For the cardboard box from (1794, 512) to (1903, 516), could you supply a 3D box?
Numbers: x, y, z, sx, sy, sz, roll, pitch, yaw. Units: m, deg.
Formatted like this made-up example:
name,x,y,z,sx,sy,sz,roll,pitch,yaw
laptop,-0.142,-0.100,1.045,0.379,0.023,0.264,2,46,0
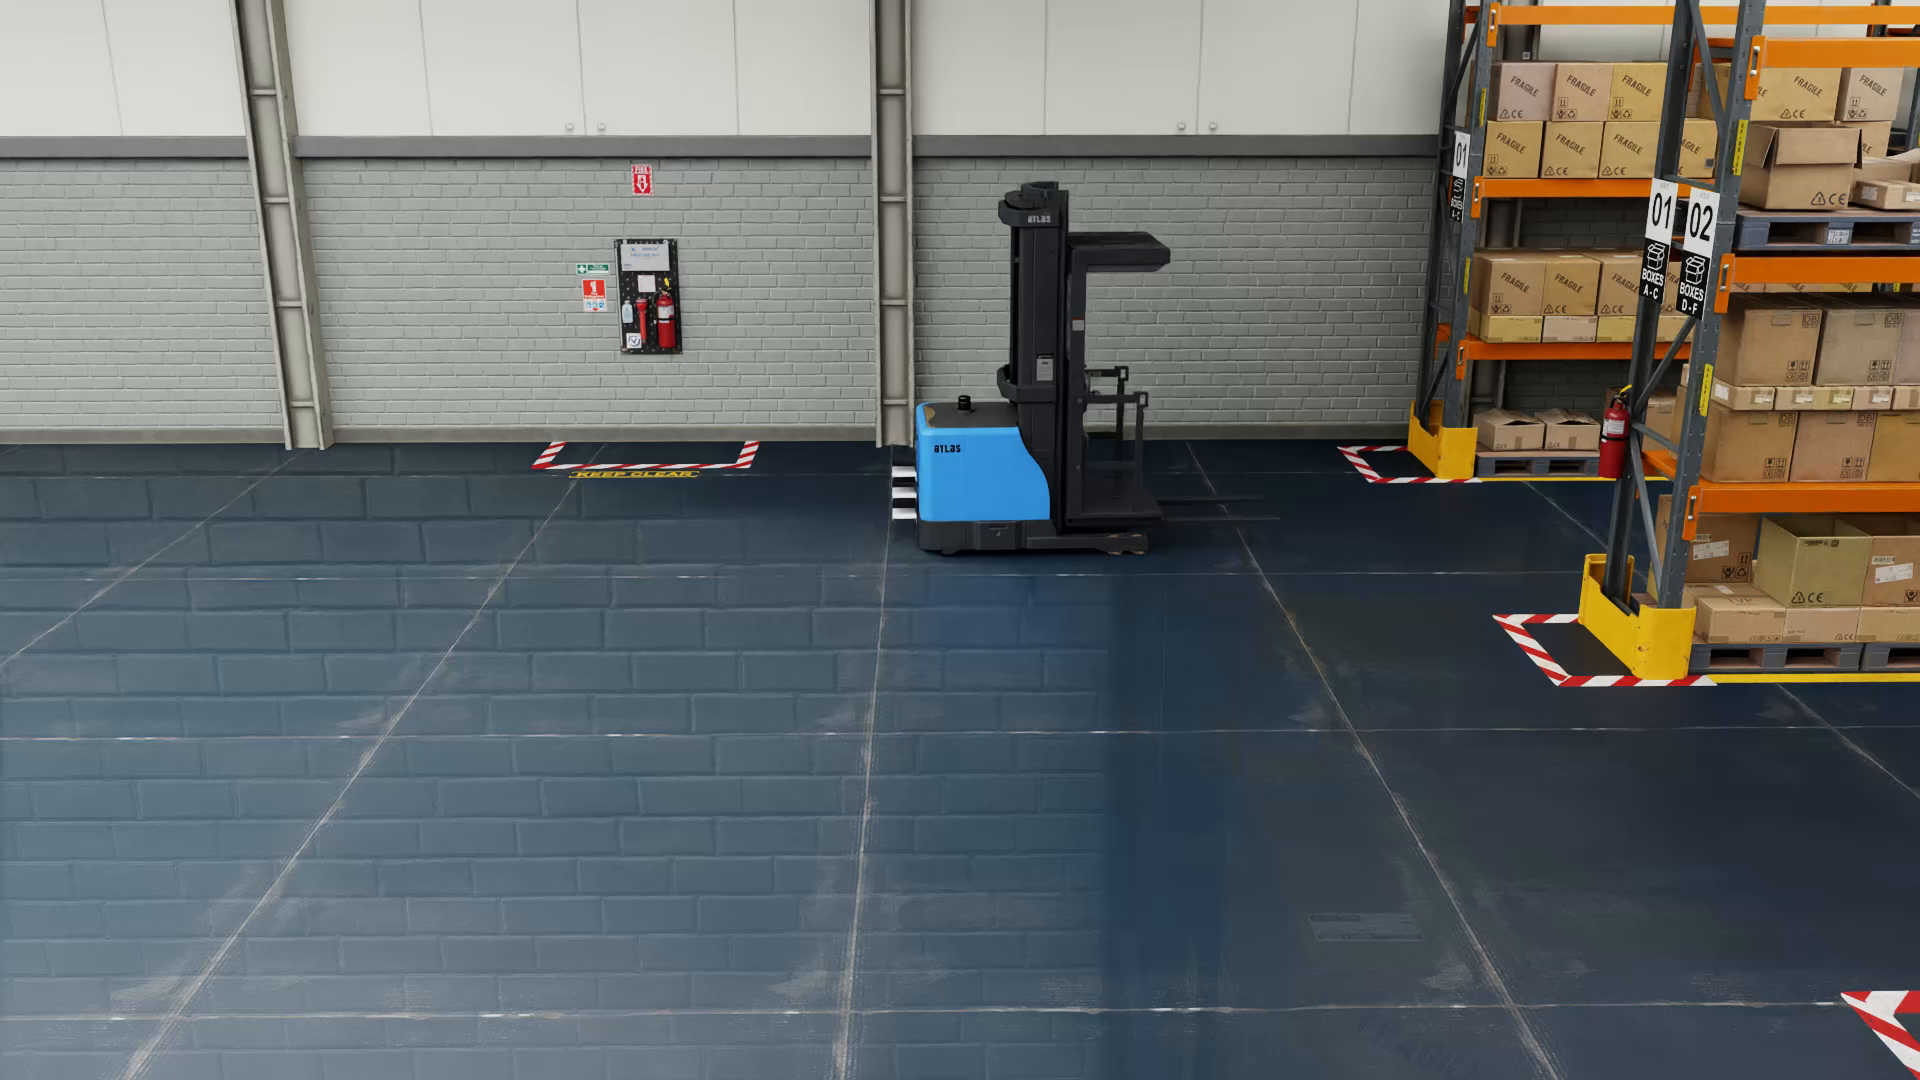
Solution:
name,x,y,z,sx,sy,sz,roll,pitch,yaw
cardboard box,6.264,-0.022,11.793,0.500,0.500,0.500,0,18,-1

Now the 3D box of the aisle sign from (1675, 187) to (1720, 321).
name,x,y,z,sx,sy,sz,roll,pitch,yaw
aisle sign,4.672,-1.816,10.541,0.004,0.787,0.394,0,18,-1

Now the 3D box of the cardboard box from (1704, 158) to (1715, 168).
name,x,y,z,sx,sy,sz,roll,pitch,yaw
cardboard box,8.830,0.544,3.957,7.348,1.528,15.728,0,18,-1

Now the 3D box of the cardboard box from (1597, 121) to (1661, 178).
name,x,y,z,sx,sy,sz,roll,pitch,yaw
cardboard box,6.046,-3.591,15.223,0.500,0.500,0.500,1,18,2

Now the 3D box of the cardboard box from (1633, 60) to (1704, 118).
name,x,y,z,sx,sy,sz,roll,pitch,yaw
cardboard box,6.620,-4.230,15.579,0.500,0.500,0.500,0,18,-1

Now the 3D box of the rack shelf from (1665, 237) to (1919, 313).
name,x,y,z,sx,sy,sz,roll,pitch,yaw
rack shelf,6.733,-1.767,10.913,4.000,0.370,1.077,0,18,-1

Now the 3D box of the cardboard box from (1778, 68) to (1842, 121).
name,x,y,z,sx,sy,sz,roll,pitch,yaw
cardboard box,7.603,-4.074,15.094,0.500,0.500,0.500,1,18,2

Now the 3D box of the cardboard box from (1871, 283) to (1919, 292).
name,x,y,z,sx,sy,sz,roll,pitch,yaw
cardboard box,9.160,-2.453,15.900,0.500,0.500,0.700,0,18,-1

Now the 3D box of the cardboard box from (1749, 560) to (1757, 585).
name,x,y,z,sx,sy,sz,roll,pitch,yaw
cardboard box,11.508,-0.237,11.498,11.980,1.590,1.086,0,18,-1

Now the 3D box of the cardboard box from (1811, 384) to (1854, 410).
name,x,y,z,sx,sy,sz,roll,pitch,yaw
cardboard box,5.642,-0.967,10.926,0.250,0.149,0.380,0,18,-1

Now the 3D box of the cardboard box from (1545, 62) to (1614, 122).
name,x,y,z,sx,sy,sz,roll,pitch,yaw
cardboard box,5.542,-4.061,15.052,0.500,0.500,0.500,0,18,-1

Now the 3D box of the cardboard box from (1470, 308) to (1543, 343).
name,x,y,z,sx,sy,sz,roll,pitch,yaw
cardboard box,5.144,-2.028,15.672,0.500,0.250,0.500,-1,18,-2

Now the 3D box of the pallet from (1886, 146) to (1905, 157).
name,x,y,z,sx,sy,sz,roll,pitch,yaw
pallet,9.270,-3.513,15.486,1.003,0.211,1.213,0,18,-1

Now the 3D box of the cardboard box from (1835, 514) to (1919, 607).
name,x,y,z,sx,sy,sz,roll,pitch,yaw
cardboard box,6.272,0.137,11.298,0.500,0.500,0.500,0,18,-1

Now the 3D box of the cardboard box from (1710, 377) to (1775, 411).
name,x,y,z,sx,sy,sz,roll,pitch,yaw
cardboard box,5.129,-0.964,10.917,0.250,0.149,0.380,0,18,-1

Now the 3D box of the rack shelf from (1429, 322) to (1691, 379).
name,x,y,z,sx,sy,sz,roll,pitch,yaw
rack shelf,6.651,-1.852,16.087,4.000,0.370,1.077,0,18,-1

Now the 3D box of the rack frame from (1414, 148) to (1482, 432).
name,x,y,z,sx,sy,sz,roll,pitch,yaw
rack frame,4.651,-2.185,15.947,0.127,3.000,1.000,0,18,-1

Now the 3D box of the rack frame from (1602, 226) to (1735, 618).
name,x,y,z,sx,sy,sz,roll,pitch,yaw
rack frame,4.733,-0.672,11.231,0.127,3.000,1.000,0,18,-1

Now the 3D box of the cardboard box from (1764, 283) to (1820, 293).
name,x,y,z,sx,sy,sz,roll,pitch,yaw
cardboard box,7.684,-2.398,15.598,0.500,0.500,0.500,0,18,-1

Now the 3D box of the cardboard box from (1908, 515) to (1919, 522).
name,x,y,z,sx,sy,sz,roll,pitch,yaw
cardboard box,6.773,0.139,11.289,0.500,0.500,0.500,0,18,-1

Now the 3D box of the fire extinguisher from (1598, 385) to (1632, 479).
name,x,y,z,sx,sy,sz,roll,pitch,yaw
fire extinguisher,4.608,-0.776,11.683,0.183,0.674,0.296,0,18,-1

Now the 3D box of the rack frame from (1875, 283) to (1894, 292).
name,x,y,z,sx,sy,sz,roll,pitch,yaw
rack frame,8.651,-2.204,16.007,0.127,3.000,1.000,0,18,-1

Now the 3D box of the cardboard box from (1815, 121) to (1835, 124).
name,x,y,z,sx,sy,sz,roll,pitch,yaw
cardboard box,7.644,-3.613,15.292,0.500,0.500,0.500,-2,18,-6

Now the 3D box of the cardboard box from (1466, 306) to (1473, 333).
name,x,y,z,sx,sy,sz,roll,pitch,yaw
cardboard box,5.115,-2.184,16.159,0.500,0.250,0.500,0,18,0

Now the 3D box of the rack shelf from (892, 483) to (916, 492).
name,x,y,z,sx,sy,sz,roll,pitch,yaw
rack shelf,-0.469,-0.472,13.862,0.200,0.077,0.258,-1,18,-3

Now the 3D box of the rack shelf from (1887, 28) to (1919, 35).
name,x,y,z,sx,sy,sz,roll,pitch,yaw
rack shelf,10.650,-4.664,15.251,3.809,0.052,0.919,0,18,-1

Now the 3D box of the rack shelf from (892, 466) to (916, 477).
name,x,y,z,sx,sy,sz,roll,pitch,yaw
rack shelf,-0.469,-0.558,13.834,0.200,0.077,0.258,-1,18,-3

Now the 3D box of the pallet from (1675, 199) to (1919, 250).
name,x,y,z,sx,sy,sz,roll,pitch,yaw
pallet,5.440,-2.053,10.772,1.213,0.211,1.003,0,18,-1

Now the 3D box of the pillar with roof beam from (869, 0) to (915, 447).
name,x,y,z,sx,sy,sz,roll,pitch,yaw
pillar with roof beam,-0.594,-3.965,11.676,0.400,9.000,9.100,0,18,-1

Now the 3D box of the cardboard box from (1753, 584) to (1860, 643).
name,x,y,z,sx,sy,sz,roll,pitch,yaw
cardboard box,5.773,0.499,11.394,0.500,0.250,0.500,0,18,-1

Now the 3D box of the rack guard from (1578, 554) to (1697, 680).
name,x,y,z,sx,sy,sz,roll,pitch,yaw
rack guard,4.709,0.519,11.612,0.348,0.500,1.175,0,18,-1

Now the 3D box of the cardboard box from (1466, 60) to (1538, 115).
name,x,y,z,sx,sy,sz,roll,pitch,yaw
cardboard box,5.078,-4.228,15.573,0.500,0.500,0.500,1,18,2

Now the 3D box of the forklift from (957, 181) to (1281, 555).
name,x,y,z,sx,sy,sz,roll,pitch,yaw
forklift,1.150,-1.429,13.705,3.031,2.935,1.110,-1,18,-3

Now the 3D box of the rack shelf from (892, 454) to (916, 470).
name,x,y,z,sx,sy,sz,roll,pitch,yaw
rack shelf,-0.469,-0.644,13.807,0.200,0.077,0.258,-1,18,-3

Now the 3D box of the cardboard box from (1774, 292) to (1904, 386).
name,x,y,z,sx,sy,sz,roll,pitch,yaw
cardboard box,5.779,-1.340,11.026,0.500,0.500,0.700,-1,18,-2

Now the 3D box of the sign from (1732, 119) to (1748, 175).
name,x,y,z,sx,sy,sz,roll,pitch,yaw
sign,4.736,-2.384,10.099,0.005,0.325,0.100,0,18,-1

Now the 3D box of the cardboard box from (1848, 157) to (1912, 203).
name,x,y,z,sx,sy,sz,roll,pitch,yaw
cardboard box,5.880,-2.381,10.978,0.500,0.250,0.500,0,18,-1

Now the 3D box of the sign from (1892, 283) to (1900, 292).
name,x,y,z,sx,sy,sz,roll,pitch,yaw
sign,10.668,-3.924,14.919,4.007,3.399,0.100,0,18,-1

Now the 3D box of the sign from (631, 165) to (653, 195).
name,x,y,z,sx,sy,sz,roll,pitch,yaw
sign,-3.143,-3.557,16.431,0.199,0.298,0.001,0,18,-1

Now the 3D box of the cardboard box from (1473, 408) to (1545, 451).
name,x,y,z,sx,sy,sz,roll,pitch,yaw
cardboard box,6.108,2.644,4.594,2.161,0.321,24.904,-2,18,-7

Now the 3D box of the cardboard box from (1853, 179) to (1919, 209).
name,x,y,z,sx,sy,sz,roll,pitch,yaw
cardboard box,5.912,-2.199,10.575,0.250,0.149,0.380,0,18,-1

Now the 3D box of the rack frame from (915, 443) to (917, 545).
name,x,y,z,sx,sy,sz,roll,pitch,yaw
rack frame,-0.368,-0.420,13.885,0.006,0.900,0.240,-1,18,-3

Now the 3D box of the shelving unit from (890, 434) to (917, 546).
name,x,y,z,sx,sy,sz,roll,pitch,yaw
shelving unit,-0.469,-0.418,13.879,0.210,0.900,0.258,-1,18,-3

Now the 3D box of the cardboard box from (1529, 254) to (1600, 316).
name,x,y,z,sx,sy,sz,roll,pitch,yaw
cardboard box,5.628,-2.390,15.571,0.500,0.500,0.500,0,18,-1
